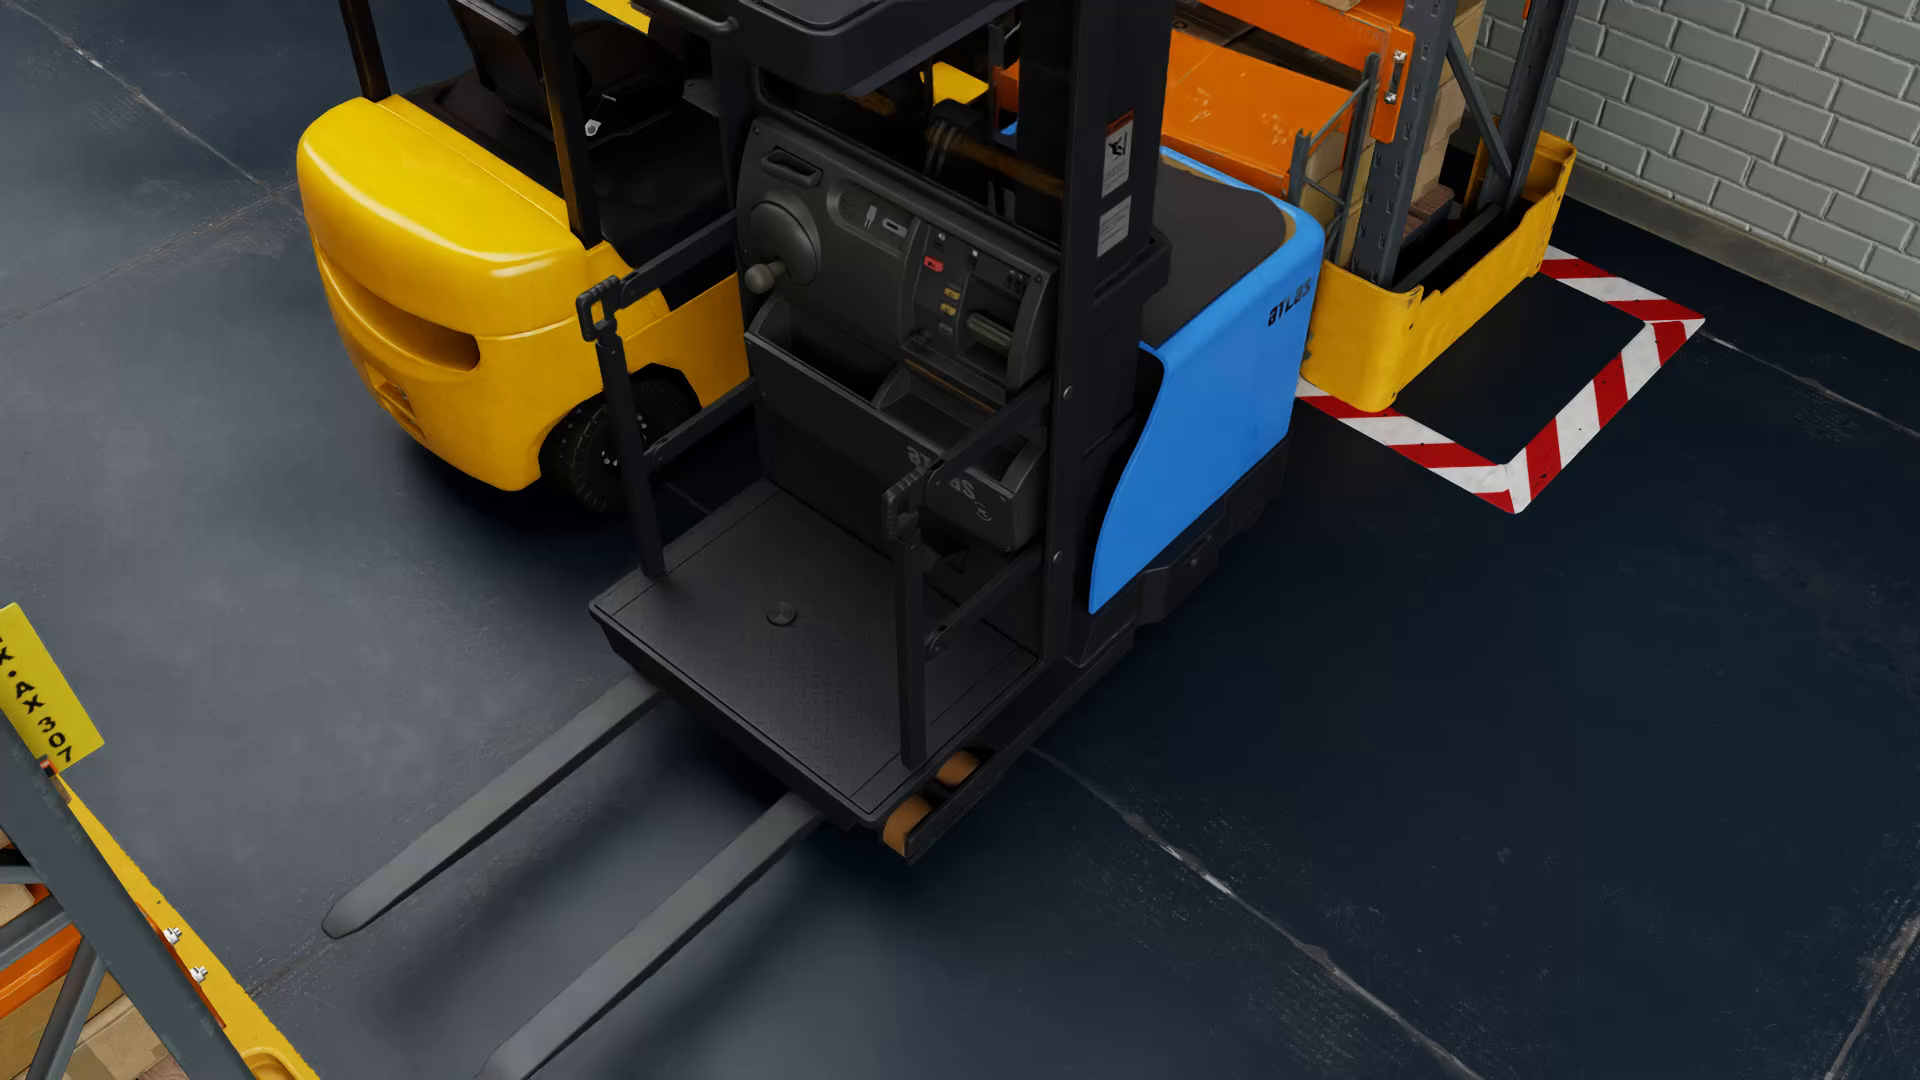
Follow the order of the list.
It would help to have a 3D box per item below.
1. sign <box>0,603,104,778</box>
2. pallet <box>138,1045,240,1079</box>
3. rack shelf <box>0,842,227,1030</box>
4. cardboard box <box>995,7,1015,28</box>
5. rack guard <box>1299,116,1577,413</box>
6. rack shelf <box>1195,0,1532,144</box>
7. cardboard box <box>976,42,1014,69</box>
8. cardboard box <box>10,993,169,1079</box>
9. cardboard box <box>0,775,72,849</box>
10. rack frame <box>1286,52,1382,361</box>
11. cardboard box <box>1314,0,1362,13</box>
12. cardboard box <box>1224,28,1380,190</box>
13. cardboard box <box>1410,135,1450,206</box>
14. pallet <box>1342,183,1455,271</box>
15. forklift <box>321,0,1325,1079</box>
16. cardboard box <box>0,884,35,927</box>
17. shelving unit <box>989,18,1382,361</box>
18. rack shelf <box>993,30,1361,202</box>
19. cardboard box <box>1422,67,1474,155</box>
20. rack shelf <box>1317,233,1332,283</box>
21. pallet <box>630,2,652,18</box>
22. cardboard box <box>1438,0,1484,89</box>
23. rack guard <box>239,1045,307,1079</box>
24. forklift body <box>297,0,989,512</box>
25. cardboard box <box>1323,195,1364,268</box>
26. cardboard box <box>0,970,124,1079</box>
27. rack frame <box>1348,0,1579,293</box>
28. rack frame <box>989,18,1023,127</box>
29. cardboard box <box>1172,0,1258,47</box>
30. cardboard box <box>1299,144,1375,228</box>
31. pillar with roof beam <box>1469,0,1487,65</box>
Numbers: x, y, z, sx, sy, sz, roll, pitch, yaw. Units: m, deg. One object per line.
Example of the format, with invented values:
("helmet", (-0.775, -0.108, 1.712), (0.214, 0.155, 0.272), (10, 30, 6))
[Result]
("sign", (-1.337, 0.224, 2.388), (0.005, 0.325, 0.100), (34, 55, 28))
("pallet", (-2.333, 1.307, 3.878), (1.213, 0.211, 1.003), (34, 55, 28))
("rack shelf", (-3.174, 0.068, 3.622), (4.000, 0.370, 1.077), (34, 55, 28))
("cardboard box", (0.353, -1.949, 5.935), (0.500, 0.250, 0.500), (35, 56, 28))
("rack guard", (1.677, -0.983, 5.830), (0.348, 0.500, 1.175), (34, 55, 28))
("rack shelf", (0.190, -2.593, 6.120), (4.000, 0.370, 1.077), (34, 55, 28))
("cardboard box", (0.335, -1.795, 6.133), (0.500, 0.250, 0.500), (33, 55, 27))
("cardboard box", (-2.110, 1.061, 3.794), (0.500, 0.250, 0.500), (33, 55, 27))
("cardboard box", (-1.864, 0.292, 2.646), (0.500, 0.500, 0.500), (33, 55, 27))
("rack frame", (1.087, -0.901, 5.163), (0.032, 1.125, 0.500), (27, 54, 22))
("cardboard box", (1.120, -1.987, 4.989), (0.500, 0.500, 0.500), (33, 55, 27))
("cardboard box", (1.109, -1.455, 5.471), (0.500, 0.250, 0.500), (36, 56, 29))
("cardboard box", (1.431, -1.400, 6.105), (0.500, 0.250, 0.500), (34, 56, 28))
("pallet", (1.069, -1.251, 6.280), (1.213, 0.211, 1.003), (34, 55, 28))
("forklift", (-0.315, -0.579, 3.783), (1.130, 2.935, 3.031), (33, 55, 27))
("cardboard box", (-1.814, 0.618, 2.784), (0.250, 0.149, 0.380), (34, 55, 28))
("shelving unit", (0.666, -1.113, 5.355), (1.048, 1.125, 0.538), (27, 54, 22))
("rack shelf", (0.664, -1.307, 5.135), (1.000, 0.278, 0.538), (27, 54, 22))
("cardboard box", (1.455, -1.567, 5.919), (0.500, 0.250, 0.500), (35, 56, 28))
("rack shelf", (0.668, -0.951, 5.538), (1.000, 0.278, 0.538), (27, 54, 22))
("pallet", (-0.724, -2.458, 7.413), (1.213, 0.211, 1.003), (34, 55, 28))
("cardboard box", (1.435, -1.734, 5.733), (0.500, 0.250, 0.500), (33, 55, 27))
("rack guard", (-1.760, 1.629, 3.378), (0.348, 0.500, 1.175), (34, 55, 28))
("forklift body", (-0.971, -1.520, 5.202), (1.214, 2.155, 2.313), (34, 55, 28))
("cardboard box", (1.100, -1.116, 5.838), (0.500, 0.250, 0.500), (34, 56, 28))
("cardboard box", (-2.127, 0.793, 3.531), (0.500, 0.500, 0.500), (32, 55, 27))
("rack frame", (1.659, -1.850, 4.930), (0.127, 3.000, 1.000), (34, 55, 28))
("rack frame", (0.246, -1.325, 5.546), (0.032, 1.125, 0.500), (27, 54, 22))
("cardboard box", (0.730, -1.705, 5.705), (0.500, 0.250, 0.500), (35, 56, 28))
("cardboard box", (1.090, -1.297, 5.665), (0.500, 0.250, 0.500), (33, 55, 27))
("pillar with roof beam", (-1.161, -2.424, 1.354), (0.400, 9.000, 9.100), (34, 55, 28))
